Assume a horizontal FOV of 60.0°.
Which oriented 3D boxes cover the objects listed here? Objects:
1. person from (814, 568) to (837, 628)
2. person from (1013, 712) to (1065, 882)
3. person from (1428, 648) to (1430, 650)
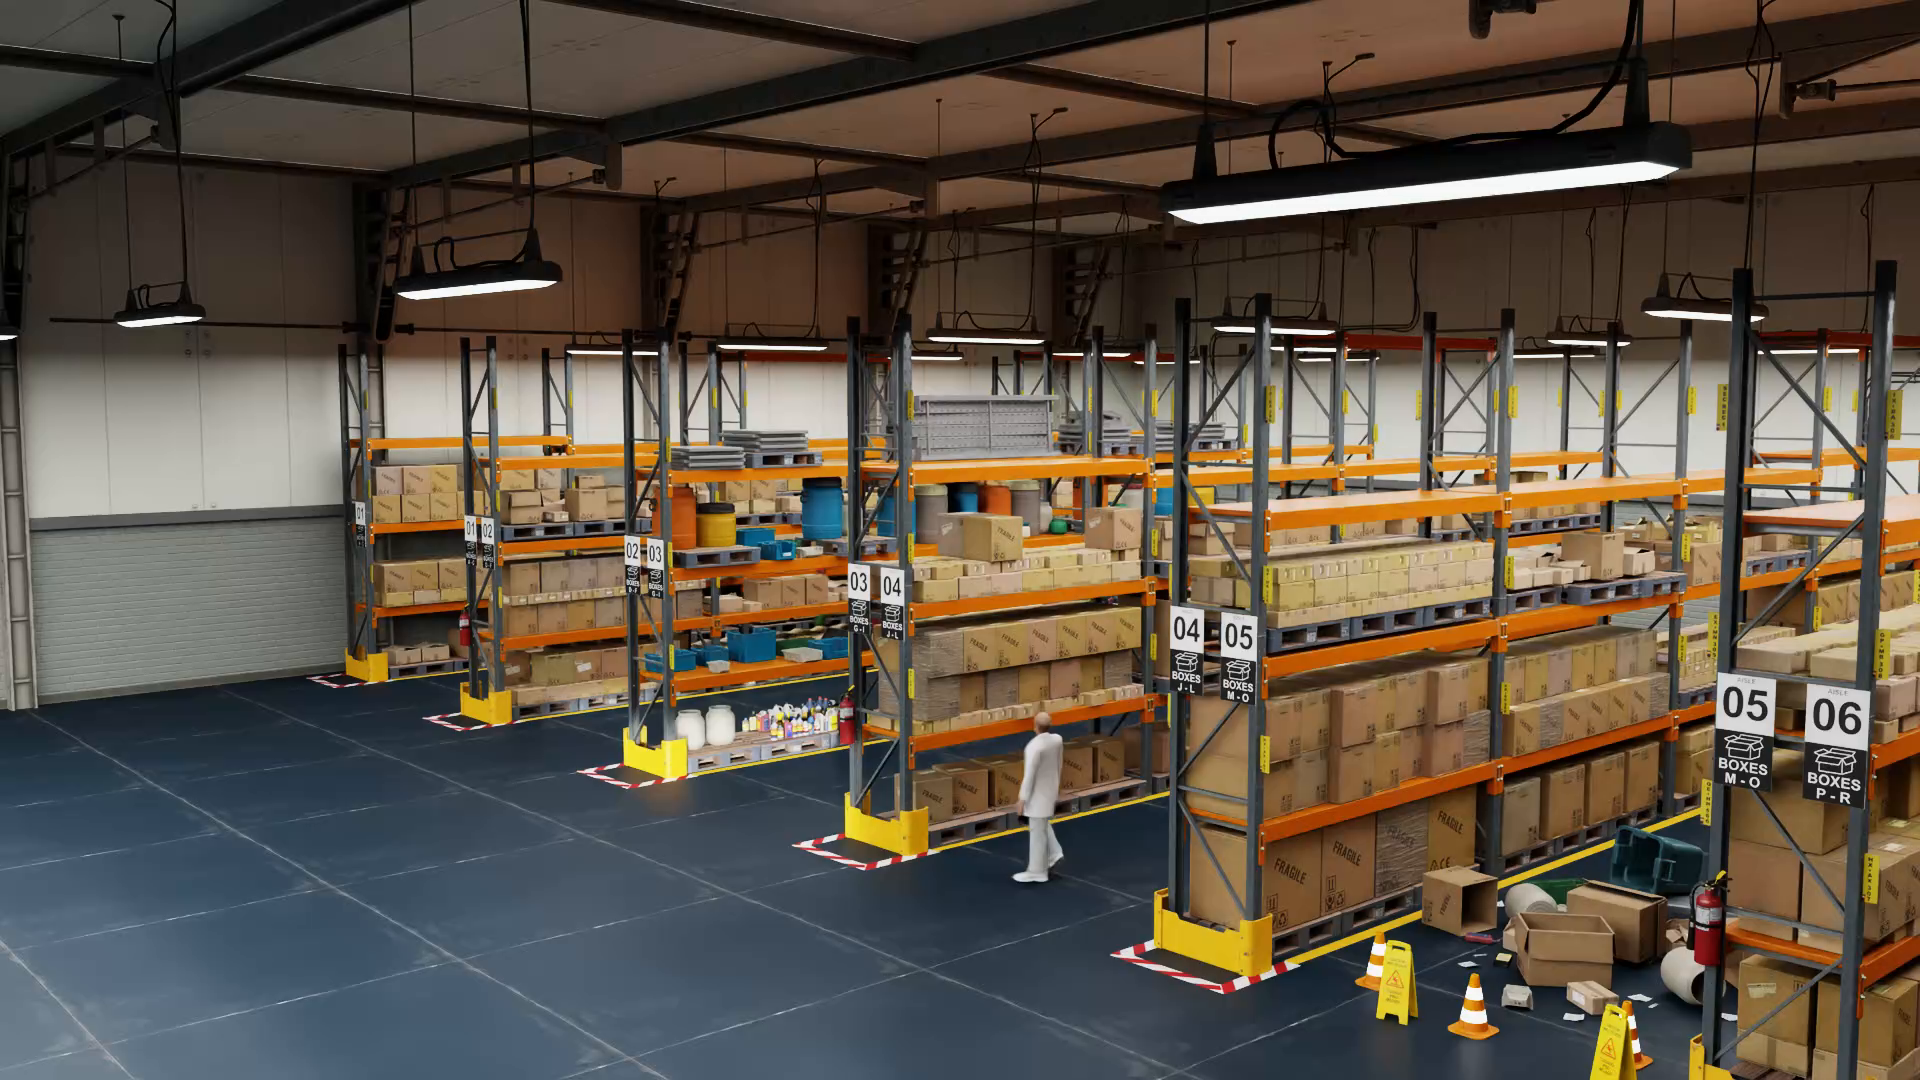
[{"bbox_3d":[-2.791,1.362,32.617,0.996,1.743,0.490,-4,7,-41],"label":"person"},{"bbox_3d":[0.849,2.689,17.613,0.470,1.778,0.684,2,6,24],"label":"person"},{"bbox_3d":[6.453,2.266,23.342,0.939,1.675,0.440,-4,7,-40],"label":"person"}]
